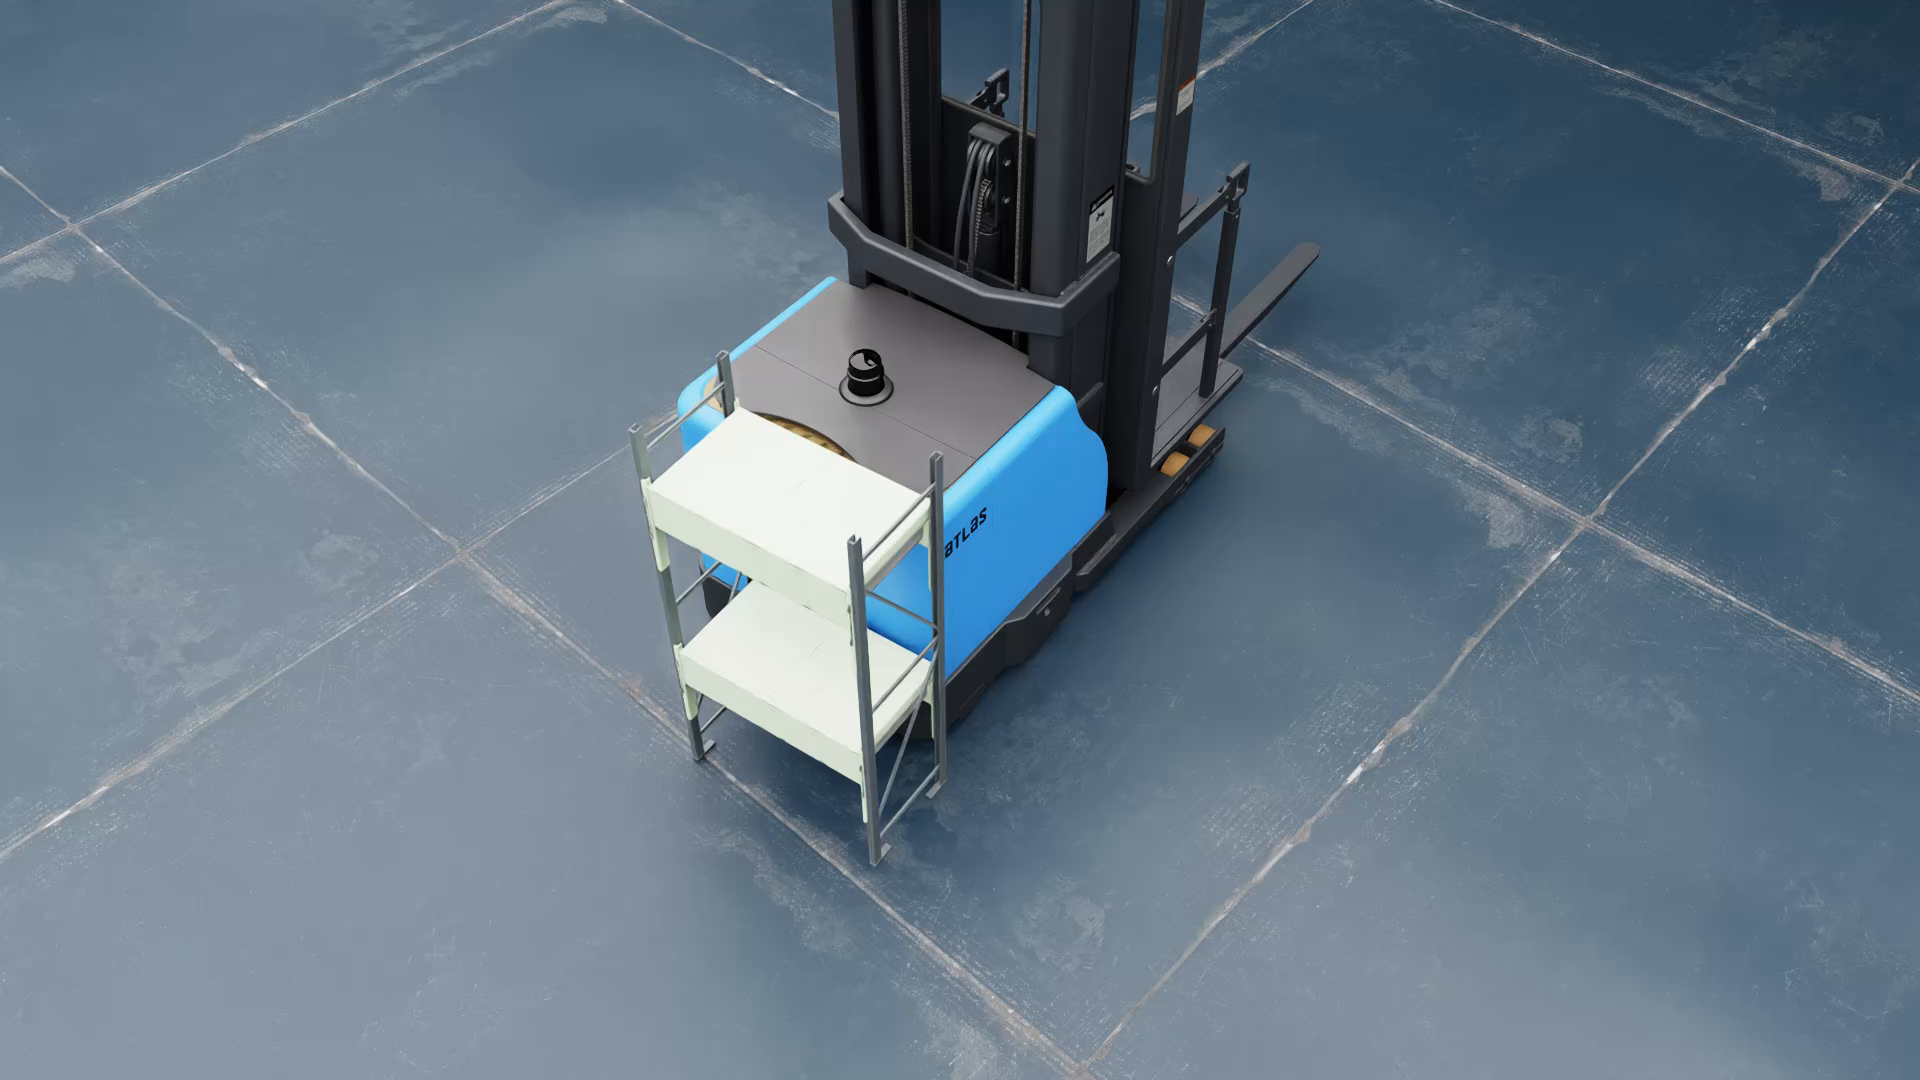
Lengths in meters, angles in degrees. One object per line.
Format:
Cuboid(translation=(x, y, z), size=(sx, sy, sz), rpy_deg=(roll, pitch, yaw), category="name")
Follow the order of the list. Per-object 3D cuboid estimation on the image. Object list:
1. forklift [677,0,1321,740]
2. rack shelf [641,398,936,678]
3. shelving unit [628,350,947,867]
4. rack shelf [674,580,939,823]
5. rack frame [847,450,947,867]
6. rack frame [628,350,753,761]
Cuboid(translation=(0.376, -1.371, 5.527), size=(1.130, 2.935, 3.031), rpy_deg=(28, 53, 24), category="forklift")
Cuboid(translation=(-0.469, -0.017, 4.702), size=(0.720, 0.370, 0.431), rpy_deg=(26, 52, 23), category="rack shelf")
Cuboid(translation=(-0.469, 0.250, 4.986), size=(0.755, 1.500, 0.431), rpy_deg=(26, 52, 23), category="shelving unit")
Cuboid(translation=(-0.469, 0.473, 5.224), size=(0.720, 0.370, 0.431), rpy_deg=(26, 52, 23), category="rack shelf")
Cuboid(translation=(-0.165, 0.400, 4.846), size=(0.023, 1.500, 0.400), rpy_deg=(26, 52, 23), category="rack frame")
Cuboid(translation=(-0.772, 0.101, 5.127), size=(0.023, 1.500, 0.400), rpy_deg=(26, 52, 23), category="rack frame")
